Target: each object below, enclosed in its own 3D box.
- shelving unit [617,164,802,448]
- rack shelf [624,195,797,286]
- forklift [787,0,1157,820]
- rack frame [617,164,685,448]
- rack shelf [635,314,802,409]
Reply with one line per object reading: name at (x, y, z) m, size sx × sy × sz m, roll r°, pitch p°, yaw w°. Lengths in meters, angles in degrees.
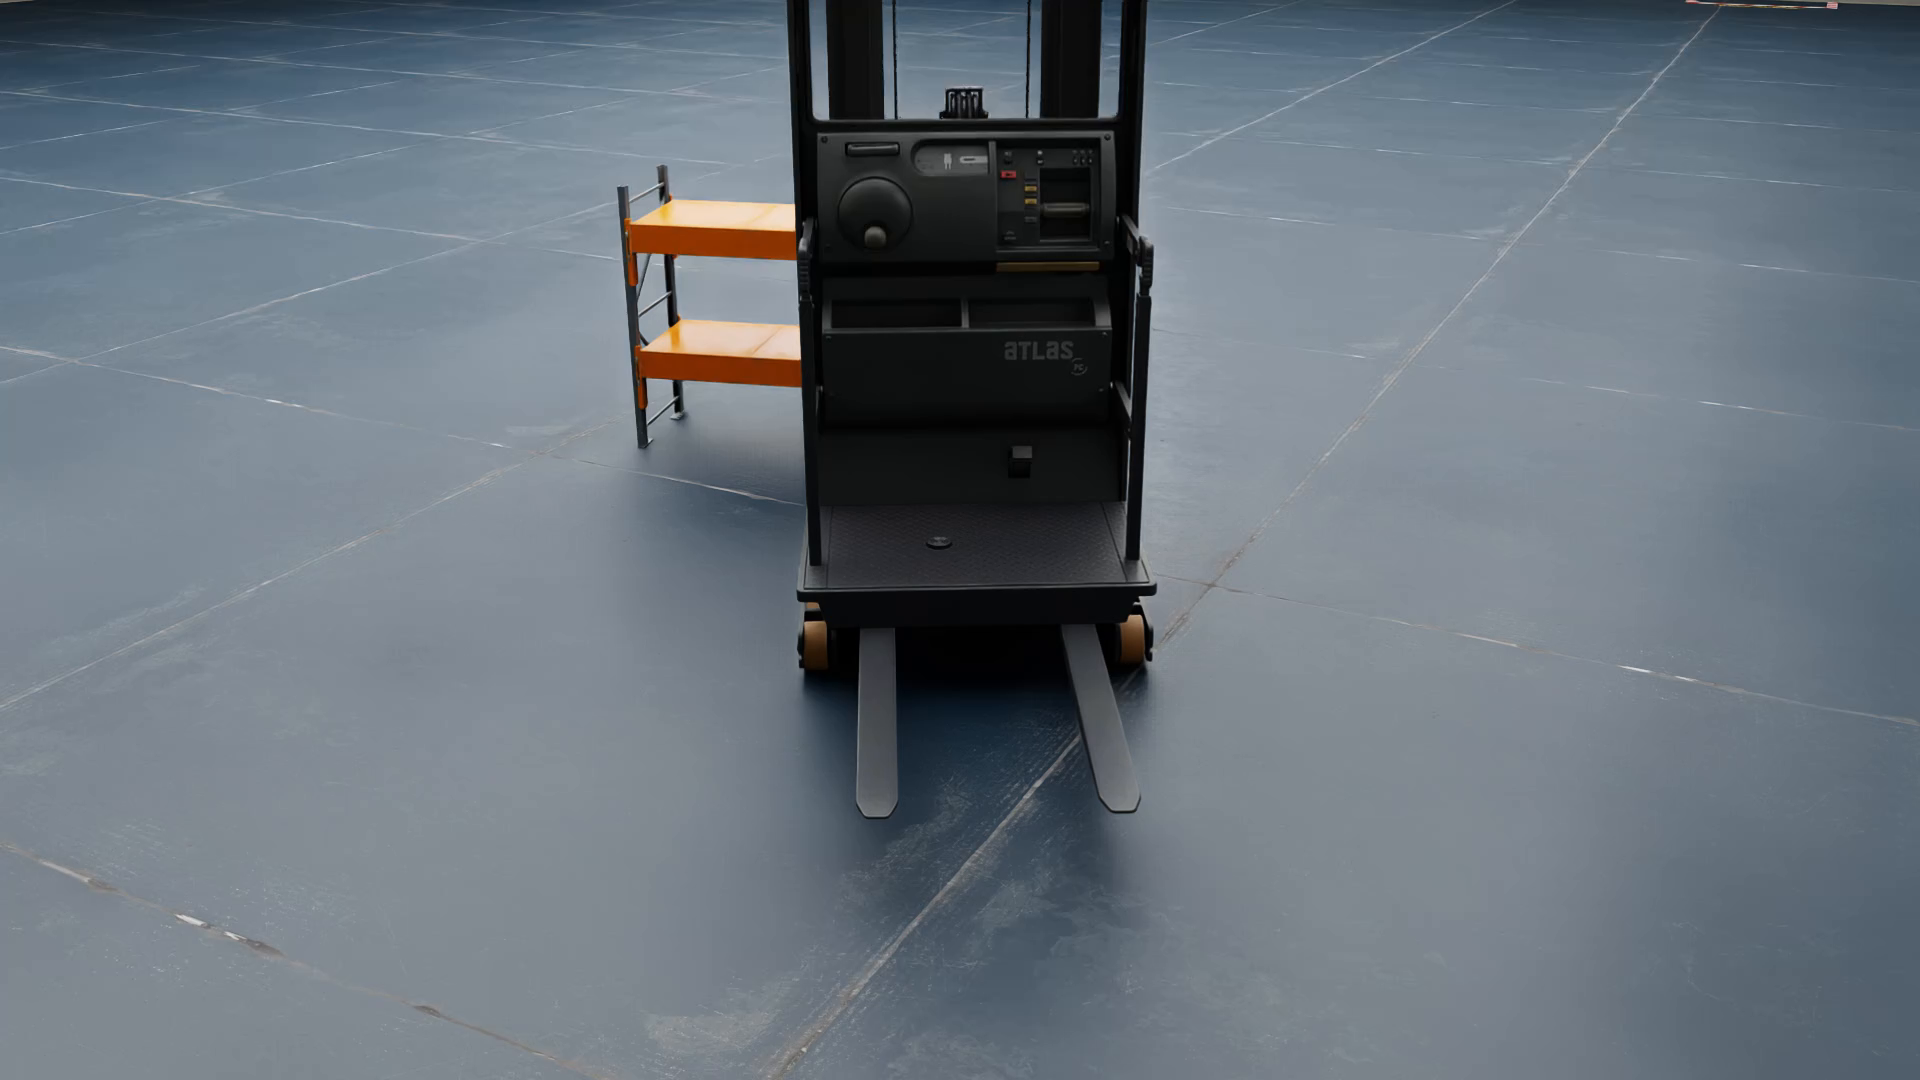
shelving unit at (-0.831, -0.973, 7.101) m, size 1.048 × 1.125 × 0.538 m, roll 4°, pitch 23°, yaw 10°
rack shelf at (-0.831, -1.243, 6.987) m, size 1.000 × 0.278 × 0.538 m, roll 4°, pitch 23°, yaw 10°
forklift at (0.033, -1.060, 4.997) m, size 1.130 × 2.935 × 3.031 m, roll -1°, pitch 23°, yaw -2°
rack frame at (-1.329, -1.012, 7.193) m, size 0.032 × 1.125 × 0.500 m, roll 4°, pitch 23°, yaw 10°
rack shelf at (-0.831, -0.748, 7.197) m, size 1.000 × 0.278 × 0.538 m, roll 4°, pitch 23°, yaw 10°
